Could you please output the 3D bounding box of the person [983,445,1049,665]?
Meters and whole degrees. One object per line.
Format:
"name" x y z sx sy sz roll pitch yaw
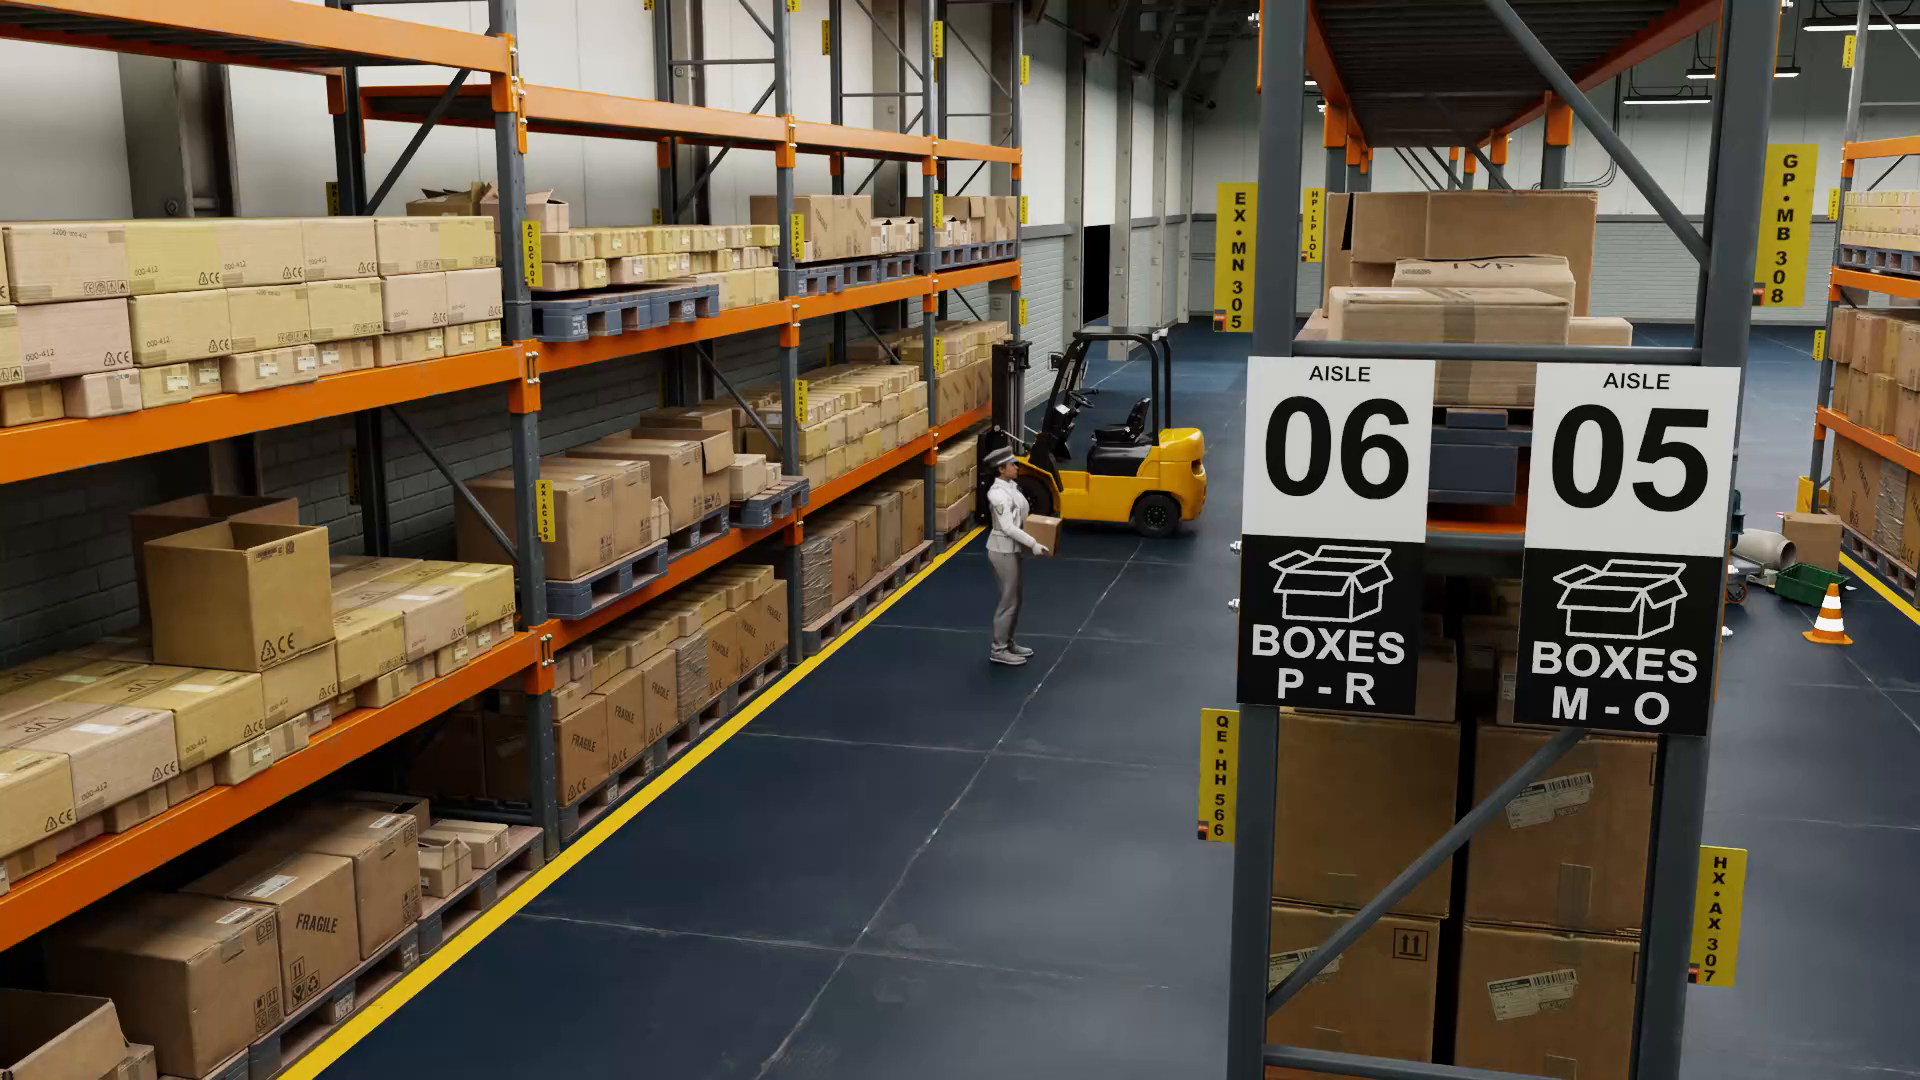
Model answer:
"person" 0.442 0.106 12.857 0.550 1.690 0.469 3 12 13
